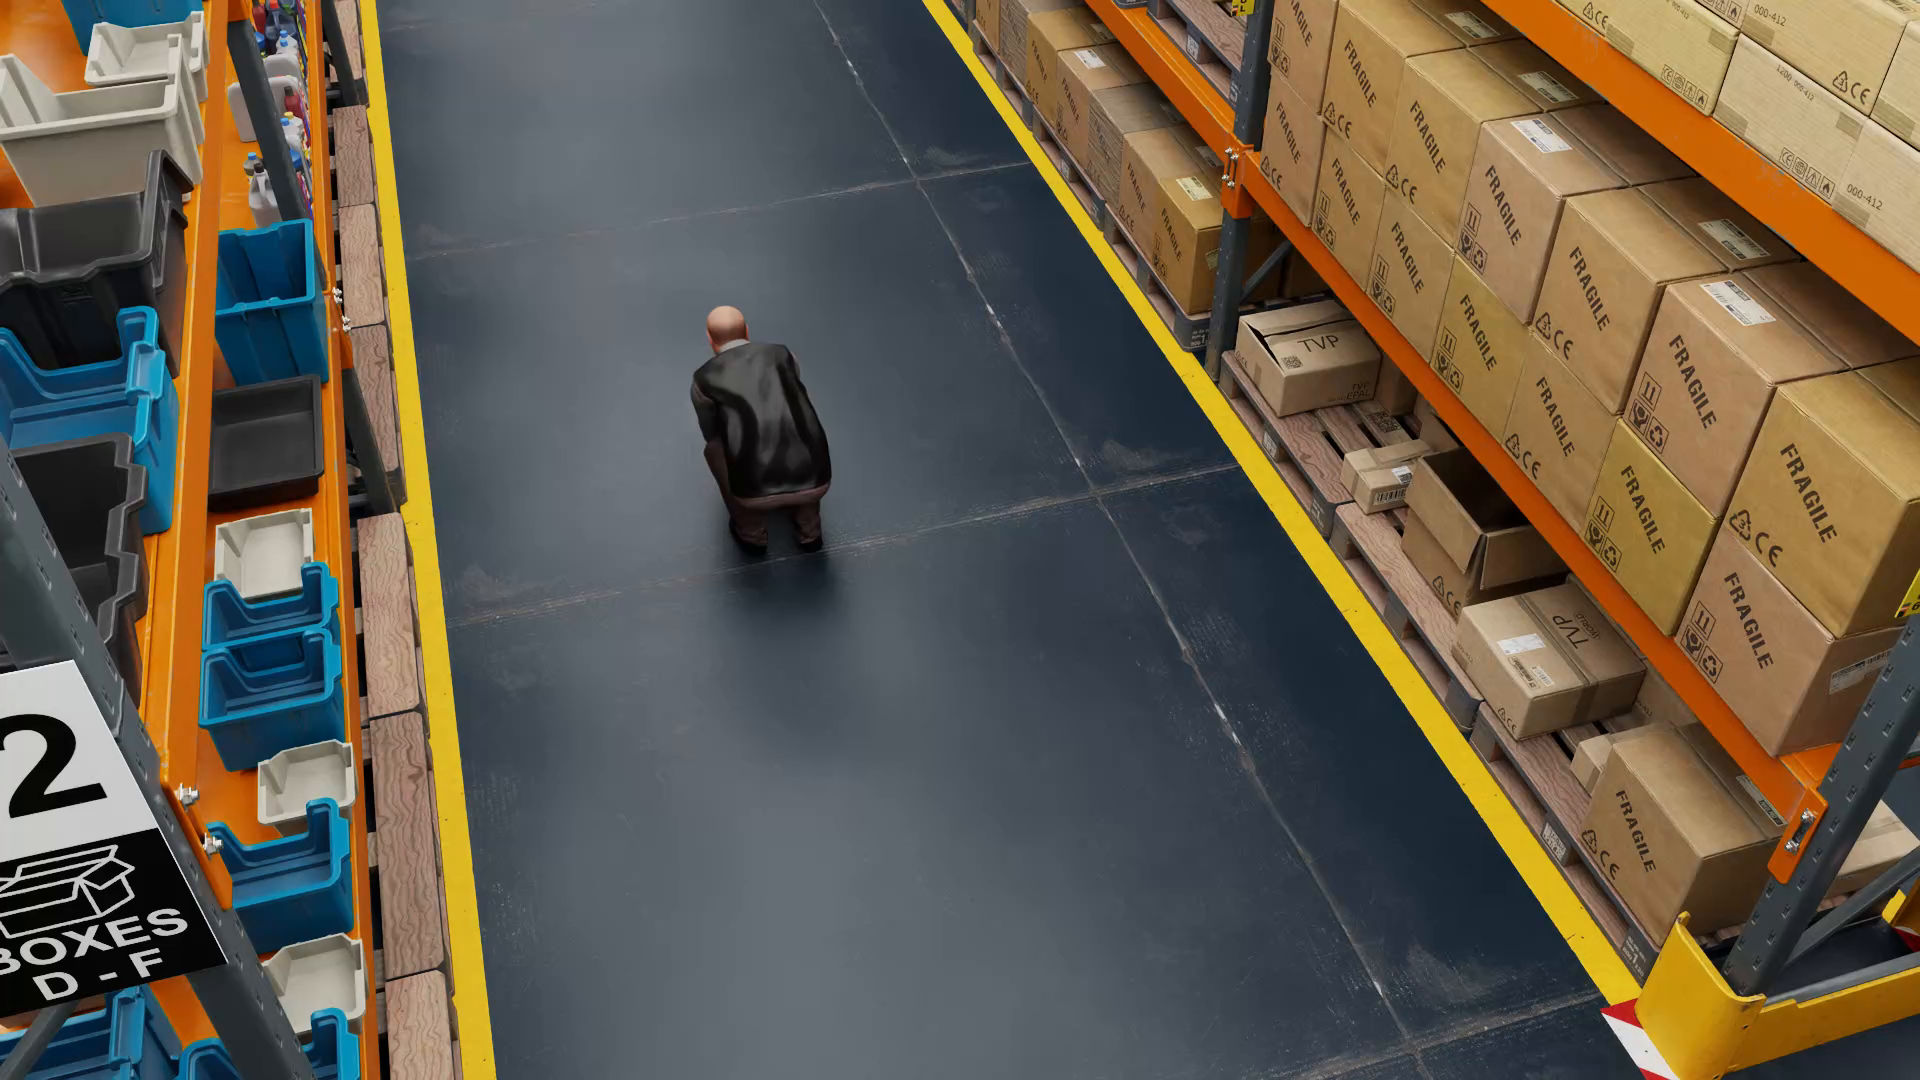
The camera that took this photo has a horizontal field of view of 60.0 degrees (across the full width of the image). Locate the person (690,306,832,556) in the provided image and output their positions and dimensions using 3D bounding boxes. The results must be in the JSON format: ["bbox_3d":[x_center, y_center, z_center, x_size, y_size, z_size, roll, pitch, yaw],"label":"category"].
[{"bbox_3d":[-0.868,-0.438,7.230,0.519,0.980,0.852,-13,44,-14],"label":"person"}]
